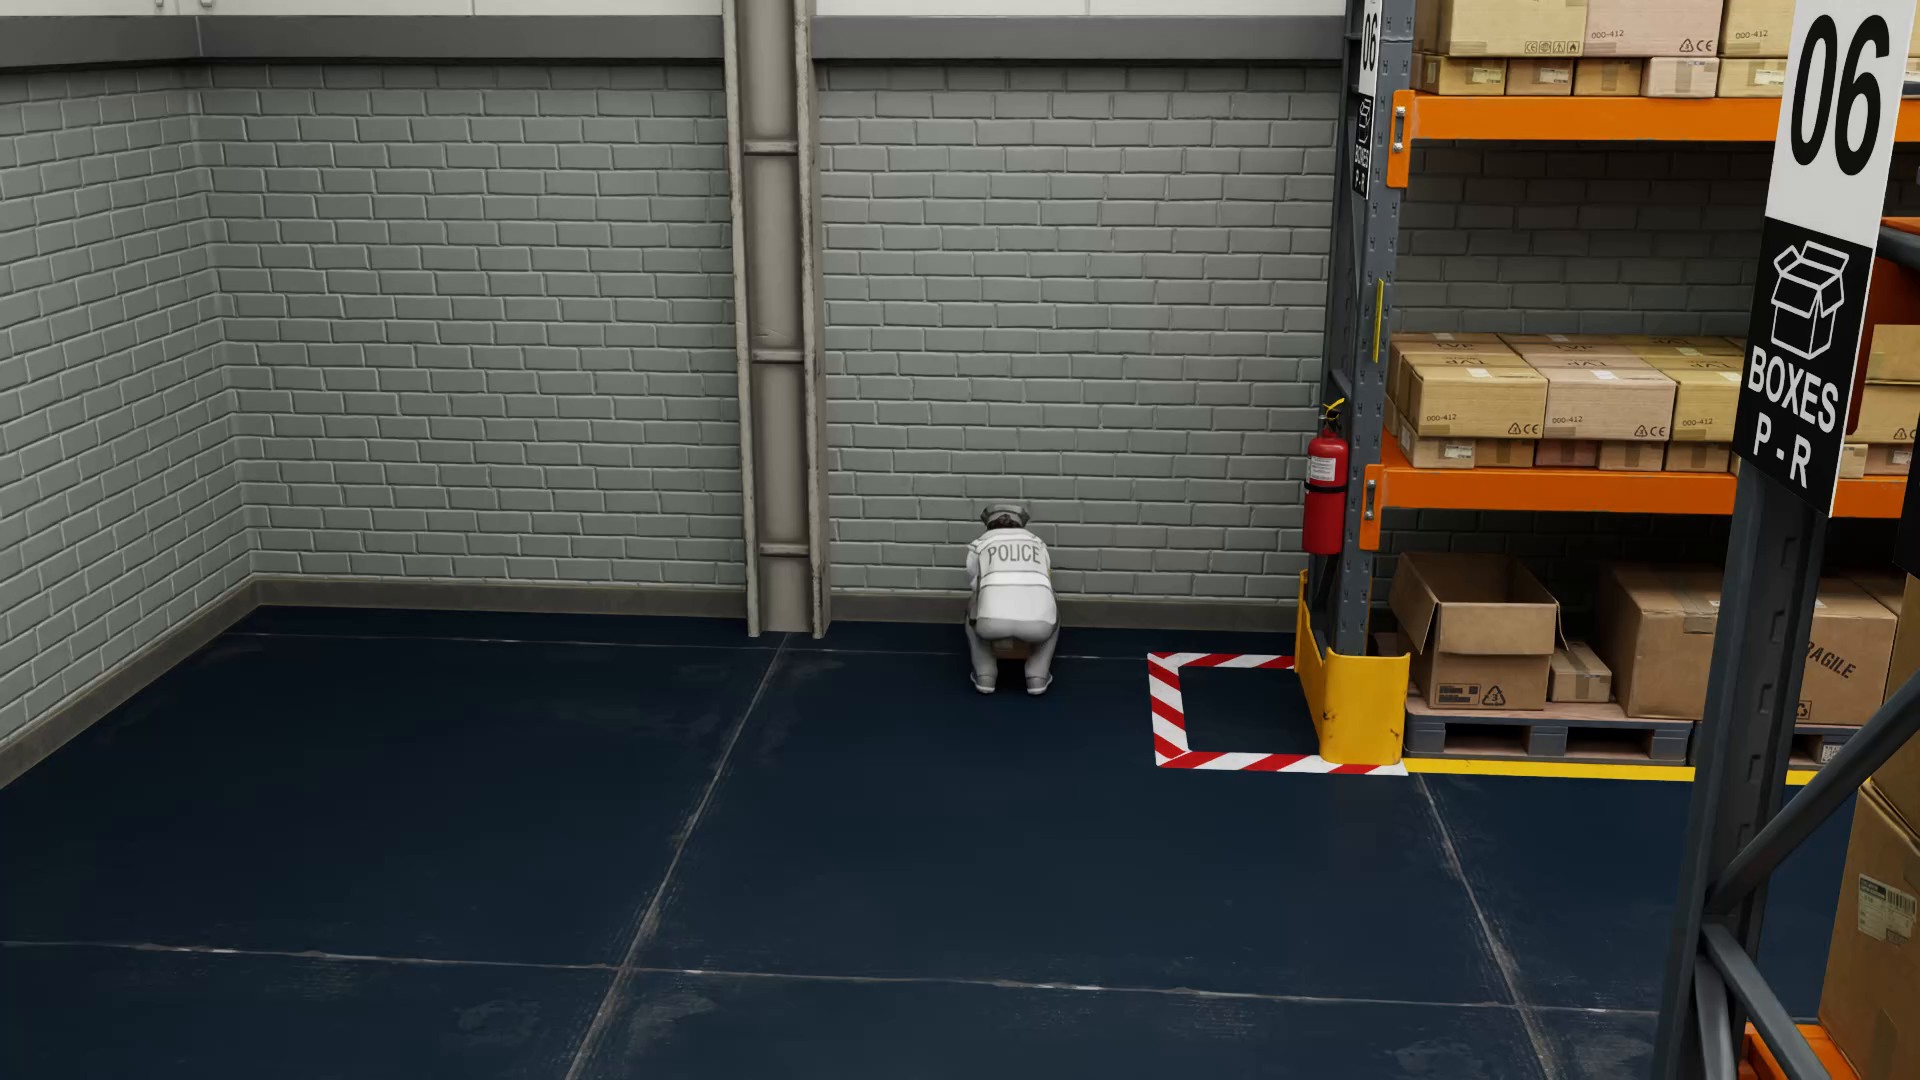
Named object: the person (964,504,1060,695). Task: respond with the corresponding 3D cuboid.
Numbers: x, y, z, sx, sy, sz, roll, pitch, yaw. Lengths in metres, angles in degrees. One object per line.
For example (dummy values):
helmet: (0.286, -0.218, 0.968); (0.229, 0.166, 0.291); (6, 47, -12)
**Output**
person: (0.254, 0.313, 8.131); (0.475, 0.851, 0.896); (1, 18, 3)
